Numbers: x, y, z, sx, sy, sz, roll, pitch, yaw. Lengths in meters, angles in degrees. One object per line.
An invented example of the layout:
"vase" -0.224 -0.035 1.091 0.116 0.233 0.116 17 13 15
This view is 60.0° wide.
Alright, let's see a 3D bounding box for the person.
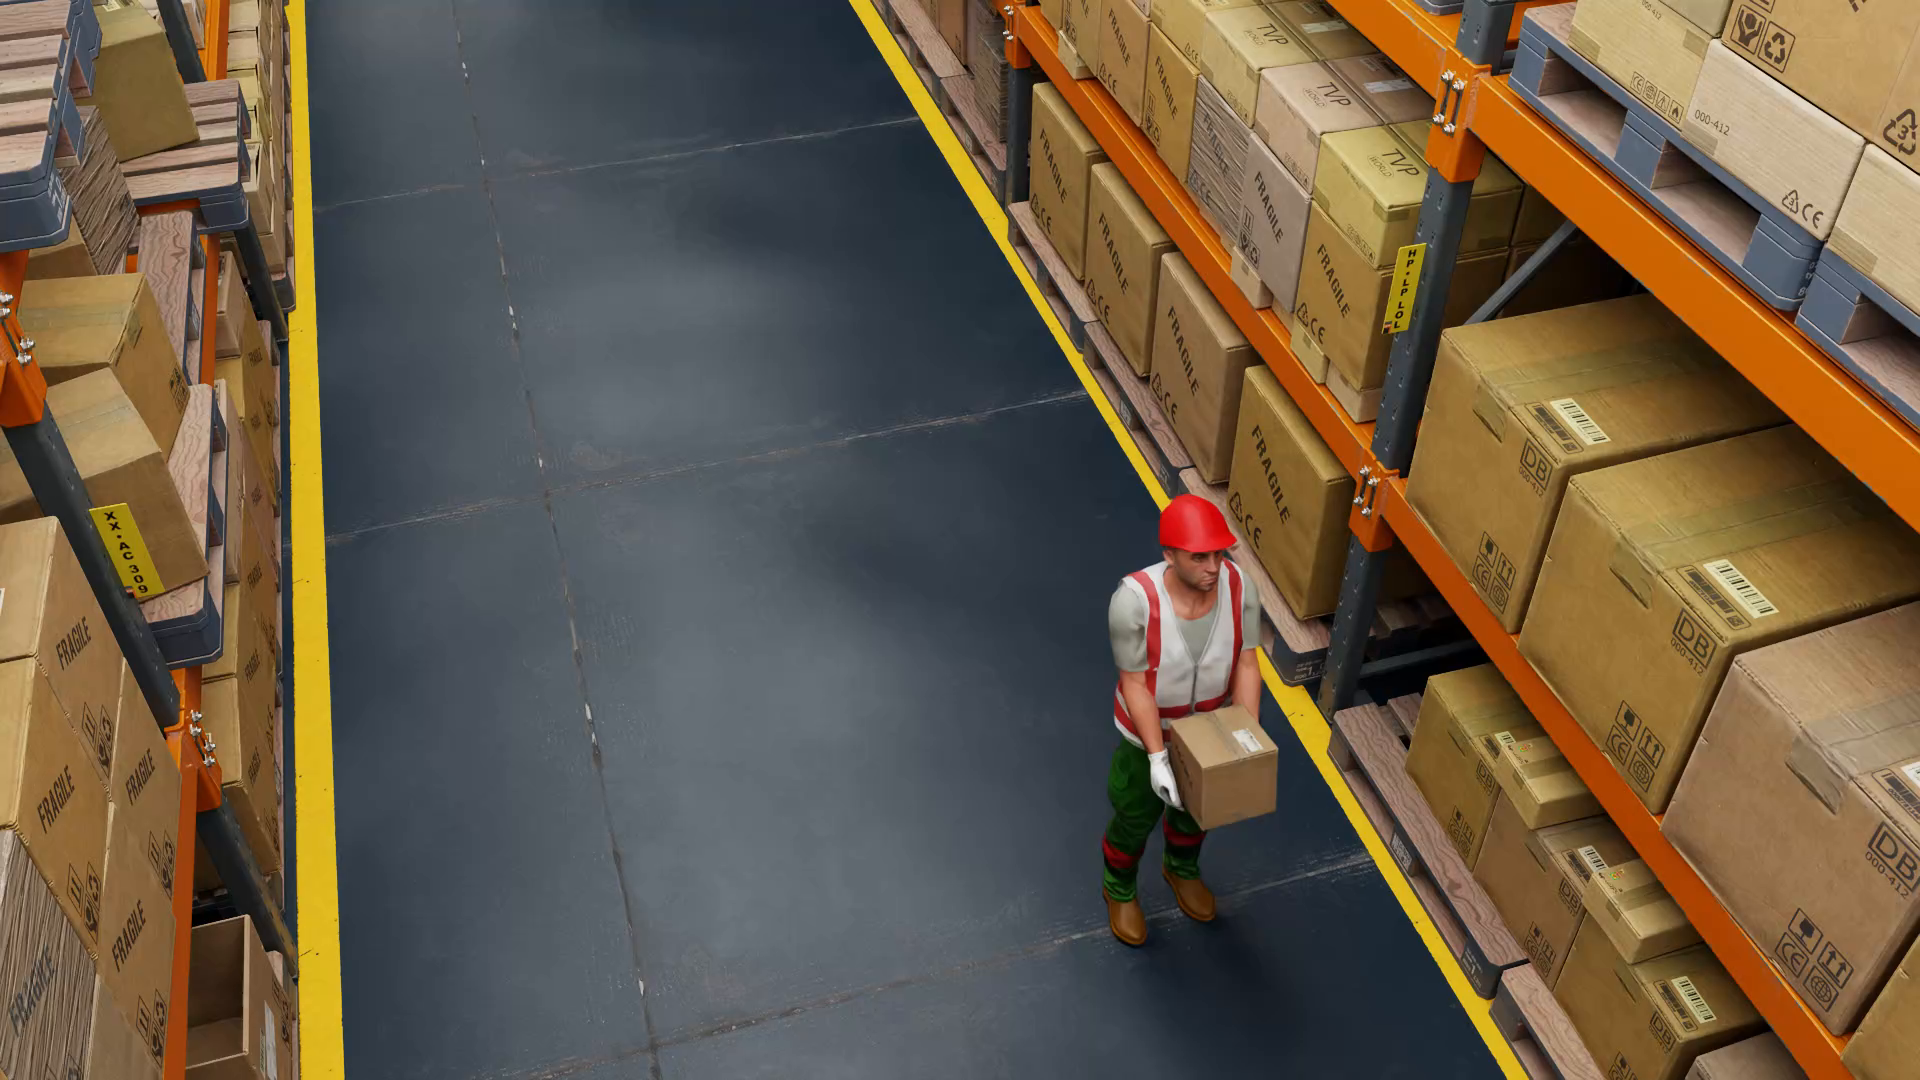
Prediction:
"person" 0.734 0.660 5.403 0.497 1.792 0.556 -11 43 -12
